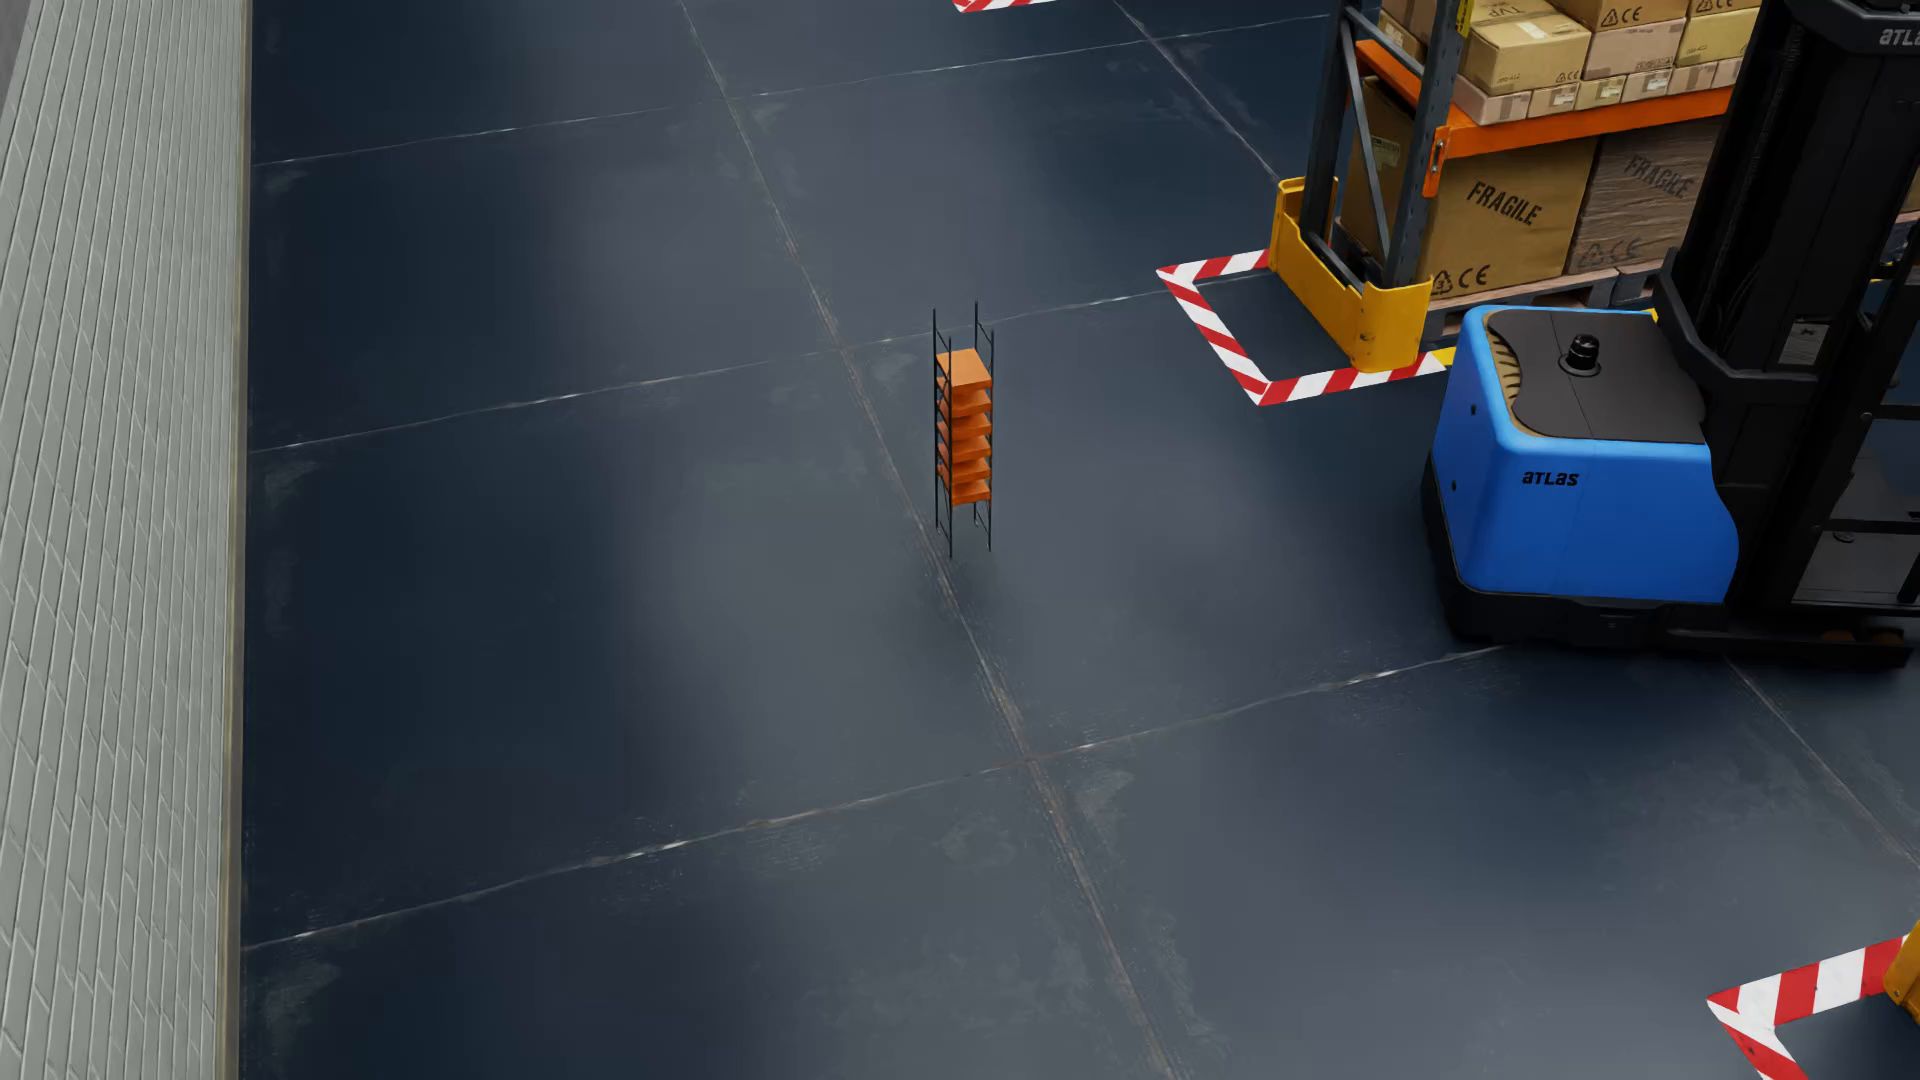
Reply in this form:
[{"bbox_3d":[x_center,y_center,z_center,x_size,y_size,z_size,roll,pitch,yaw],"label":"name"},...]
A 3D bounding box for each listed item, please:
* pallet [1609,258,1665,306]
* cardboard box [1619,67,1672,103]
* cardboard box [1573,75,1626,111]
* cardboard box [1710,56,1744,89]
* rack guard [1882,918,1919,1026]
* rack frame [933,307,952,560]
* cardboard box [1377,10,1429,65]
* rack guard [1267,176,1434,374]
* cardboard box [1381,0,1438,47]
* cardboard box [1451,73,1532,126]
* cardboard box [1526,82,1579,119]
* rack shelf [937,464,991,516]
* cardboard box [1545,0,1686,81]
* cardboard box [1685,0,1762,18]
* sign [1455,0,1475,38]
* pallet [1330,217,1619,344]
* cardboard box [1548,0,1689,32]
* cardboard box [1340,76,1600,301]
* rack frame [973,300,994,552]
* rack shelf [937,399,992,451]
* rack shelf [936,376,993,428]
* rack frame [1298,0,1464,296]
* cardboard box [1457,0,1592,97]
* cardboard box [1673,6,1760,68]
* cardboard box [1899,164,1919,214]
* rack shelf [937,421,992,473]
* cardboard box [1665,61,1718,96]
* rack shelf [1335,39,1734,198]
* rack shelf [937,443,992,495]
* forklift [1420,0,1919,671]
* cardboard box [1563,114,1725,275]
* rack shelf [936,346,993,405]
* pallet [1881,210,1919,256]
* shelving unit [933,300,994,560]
[{"bbox_3d":[3.981,-1.778,9.474,1.213,0.211,1.003,-12,42,-13],"label":"pallet"},{"bbox_3d":[3.254,-2.306,8.150,0.250,0.149,0.380,-12,43,-14],"label":"cardboard box"},{"bbox_3d":[3.006,-2.253,8.090,0.250,0.149,0.380,-13,43,-14],"label":"cardboard box"},{"bbox_3d":[3.743,-2.407,8.265,0.250,0.149,0.380,-12,43,-14],"label":"cardboard box"},{"bbox_3d":[3.549,1.680,5.297,0.348,0.500,1.175,-12,42,-13],"label":"rack guard"},{"bbox_3d":[-0.073,-0.437,7.187,0.006,1.200,0.240,-12,42,-13],"label":"rack frame"},{"bbox_3d":[2.321,-2.565,8.446,0.250,0.149,0.380,-11,42,-12],"label":"cardboard box"},{"bbox_3d":[2.057,-1.436,8.864,0.348,0.500,1.175,-12,42,-13],"label":"rack guard"},{"bbox_3d":[2.462,-2.700,8.298,0.500,0.250,0.500,-12,43,-14],"label":"cardboard box"},{"bbox_3d":[2.518,-2.151,7.973,0.250,0.149,0.380,-11,42,-13],"label":"cardboard box"},{"bbox_3d":[2.762,-2.203,8.032,0.250,0.149,0.380,-12,43,-14],"label":"cardboard box"},{"bbox_3d":[0.014,-0.241,7.395,0.180,0.103,0.258,-12,42,-13],"label":"rack shelf"},{"bbox_3d":[3.113,-2.470,8.035,0.500,0.250,0.500,-12,43,-14],"label":"cardboard box"},{"bbox_3d":[3.588,-2.851,7.901,0.500,0.500,0.500,-13,43,-14],"label":"cardboard box"},{"bbox_3d":[2.241,-2.389,7.336,0.005,0.325,0.100,-12,42,-13],"label":"sign"},{"bbox_3d":[2.819,-1.539,9.201,1.213,0.211,1.003,-12,42,-13],"label":"pallet"},{"bbox_3d":[3.096,-2.745,7.779,0.500,0.500,0.500,-13,43,-14],"label":"cardboard box"},{"bbox_3d":[2.666,-1.917,8.810,0.875,0.875,0.875,-12,42,-13],"label":"cardboard box"},{"bbox_3d":[0.101,-0.473,7.229,0.006,1.200,0.240,-12,42,-13],"label":"rack frame"},{"bbox_3d":[0.014,-0.512,7.158,0.180,0.103,0.258,-12,42,-13],"label":"rack shelf"},{"bbox_3d":[0.014,-0.602,7.079,0.180,0.103,0.258,-12,42,-13],"label":"rack shelf"},{"bbox_3d":[2.080,-2.382,8.047,0.127,3.000,1.000,-12,42,-13],"label":"rack frame"},{"bbox_3d":[2.619,-2.363,7.913,0.500,0.250,0.500,-13,43,-14],"label":"cardboard box"},{"bbox_3d":[3.593,-2.567,8.146,0.500,0.250,0.500,-13,43,-14],"label":"cardboard box"},{"bbox_3d":[5.242,-2.451,9.421,0.875,0.875,0.875,-12,42,-13],"label":"cardboard box"},{"bbox_3d":[0.014,-0.421,7.237,0.180,0.103,0.258,-12,42,-13],"label":"rack shelf"},{"bbox_3d":[3.497,-2.355,8.206,0.250,0.149,0.380,-12,43,-14],"label":"cardboard box"},{"bbox_3d":[3.988,-2.507,8.736,4.000,0.370,1.077,-12,42,-13],"label":"rack shelf"},{"bbox_3d":[0.014,-0.331,7.316,0.180,0.103,0.258,-12,42,-13],"label":"rack shelf"},{"bbox_3d":[3.620,-0.922,6.427,3.031,2.935,1.130,3,41,3],"label":"forklift"},{"bbox_3d":[3.534,-2.097,9.016,0.875,0.875,0.875,-12,42,-13],"label":"cardboard box"},{"bbox_3d":[0.014,-0.692,7.000,0.180,0.103,0.258,-12,42,-13],"label":"rack shelf"},{"bbox_3d":[5.146,-2.022,9.753,1.213,0.211,1.003,-12,42,-13],"label":"pallet"},{"bbox_3d":[0.014,-0.455,7.208,0.189,1.200,0.258,-12,42,-13],"label":"shelving unit"}]
